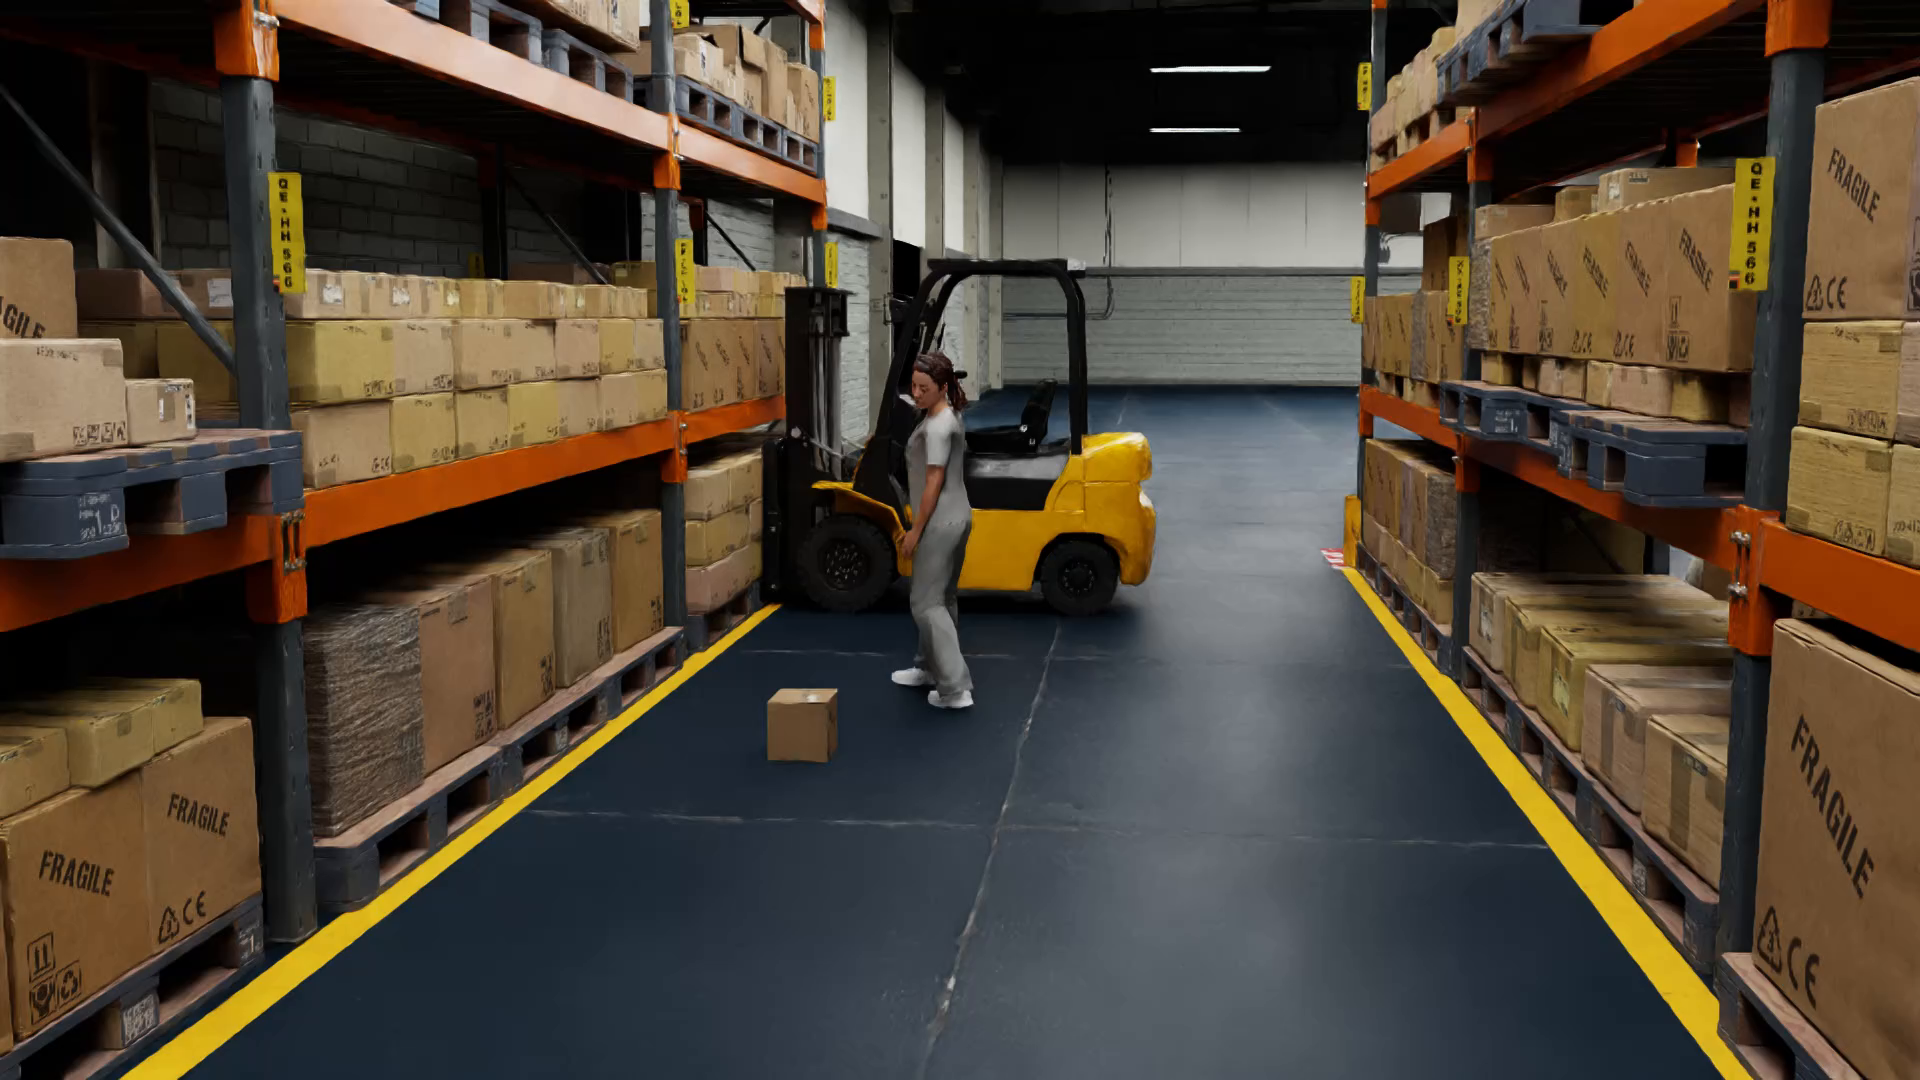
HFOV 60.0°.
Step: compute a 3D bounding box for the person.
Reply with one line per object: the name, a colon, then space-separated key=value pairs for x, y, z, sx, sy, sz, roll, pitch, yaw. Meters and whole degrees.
person: x=-0.142 y=-0.049 z=7.831 sx=0.538 sy=1.647 sz=0.598 roll=2 pitch=8 yaw=16
